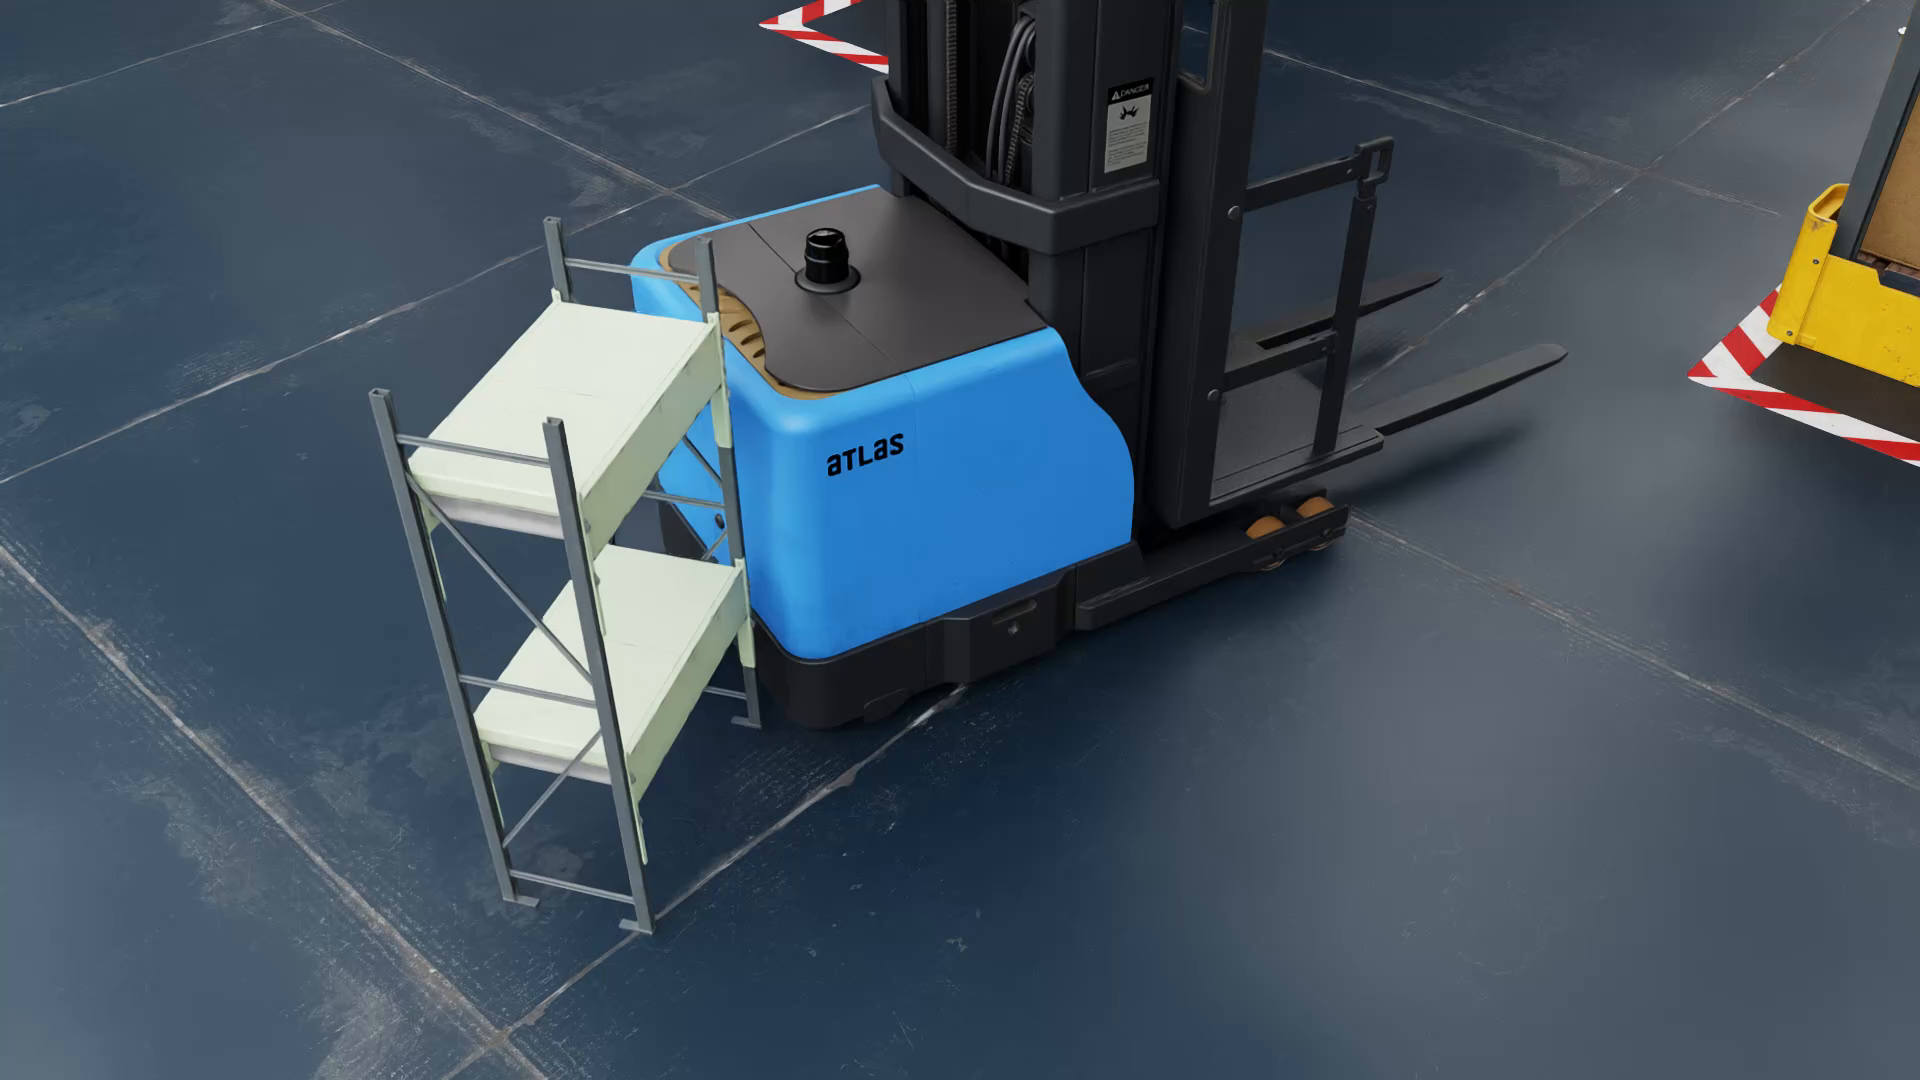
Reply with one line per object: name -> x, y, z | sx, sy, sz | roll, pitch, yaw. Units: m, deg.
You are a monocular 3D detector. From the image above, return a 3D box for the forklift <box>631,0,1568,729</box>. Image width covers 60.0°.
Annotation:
forklift -> 0.617, -1.316, 4.550 | 3.031, 2.935, 1.130 | -20, 43, -24

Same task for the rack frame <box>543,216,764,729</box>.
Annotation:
rack frame -> -0.741, -0.105, 4.176 | 0.400, 1.500, 0.023 | 10, 39, 12

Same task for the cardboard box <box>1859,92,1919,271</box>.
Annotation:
cardboard box -> 3.969, -1.465, 6.052 | 0.875, 0.875, 0.875 | 30, 47, 32

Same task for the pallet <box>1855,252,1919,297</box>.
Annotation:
pallet -> 4.042, -1.101, 6.465 | 1.003, 0.211, 1.213 | 30, 47, 32

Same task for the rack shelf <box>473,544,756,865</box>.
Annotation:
rack shelf -> -0.839, 0.370, 4.102 | 0.431, 0.370, 0.720 | 10, 39, 12

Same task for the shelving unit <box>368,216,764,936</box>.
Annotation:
shelving unit -> -0.840, 0.114, 3.900 | 0.431, 1.500, 0.755 | 10, 39, 12

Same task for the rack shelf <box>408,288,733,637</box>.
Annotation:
rack shelf -> -0.841, -0.192, 3.657 | 0.431, 0.370, 0.720 | 10, 39, 12

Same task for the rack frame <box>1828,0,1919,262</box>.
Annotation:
rack frame -> 3.560, -1.793, 5.094 | 1.000, 3.000, 0.127 | 30, 47, 32

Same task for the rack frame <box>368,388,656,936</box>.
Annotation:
rack frame -> -0.938, 0.333, 3.624 | 0.400, 1.500, 0.023 | 10, 39, 12

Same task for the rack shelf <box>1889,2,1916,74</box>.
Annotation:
rack shelf -> 4.910, -2.430, 6.474 | 1.077, 0.370, 4.000 | 30, 47, 32

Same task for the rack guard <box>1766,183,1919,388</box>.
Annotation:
rack guard -> 3.544, -0.803, 5.858 | 1.175, 0.500, 0.348 | 30, 47, 32
